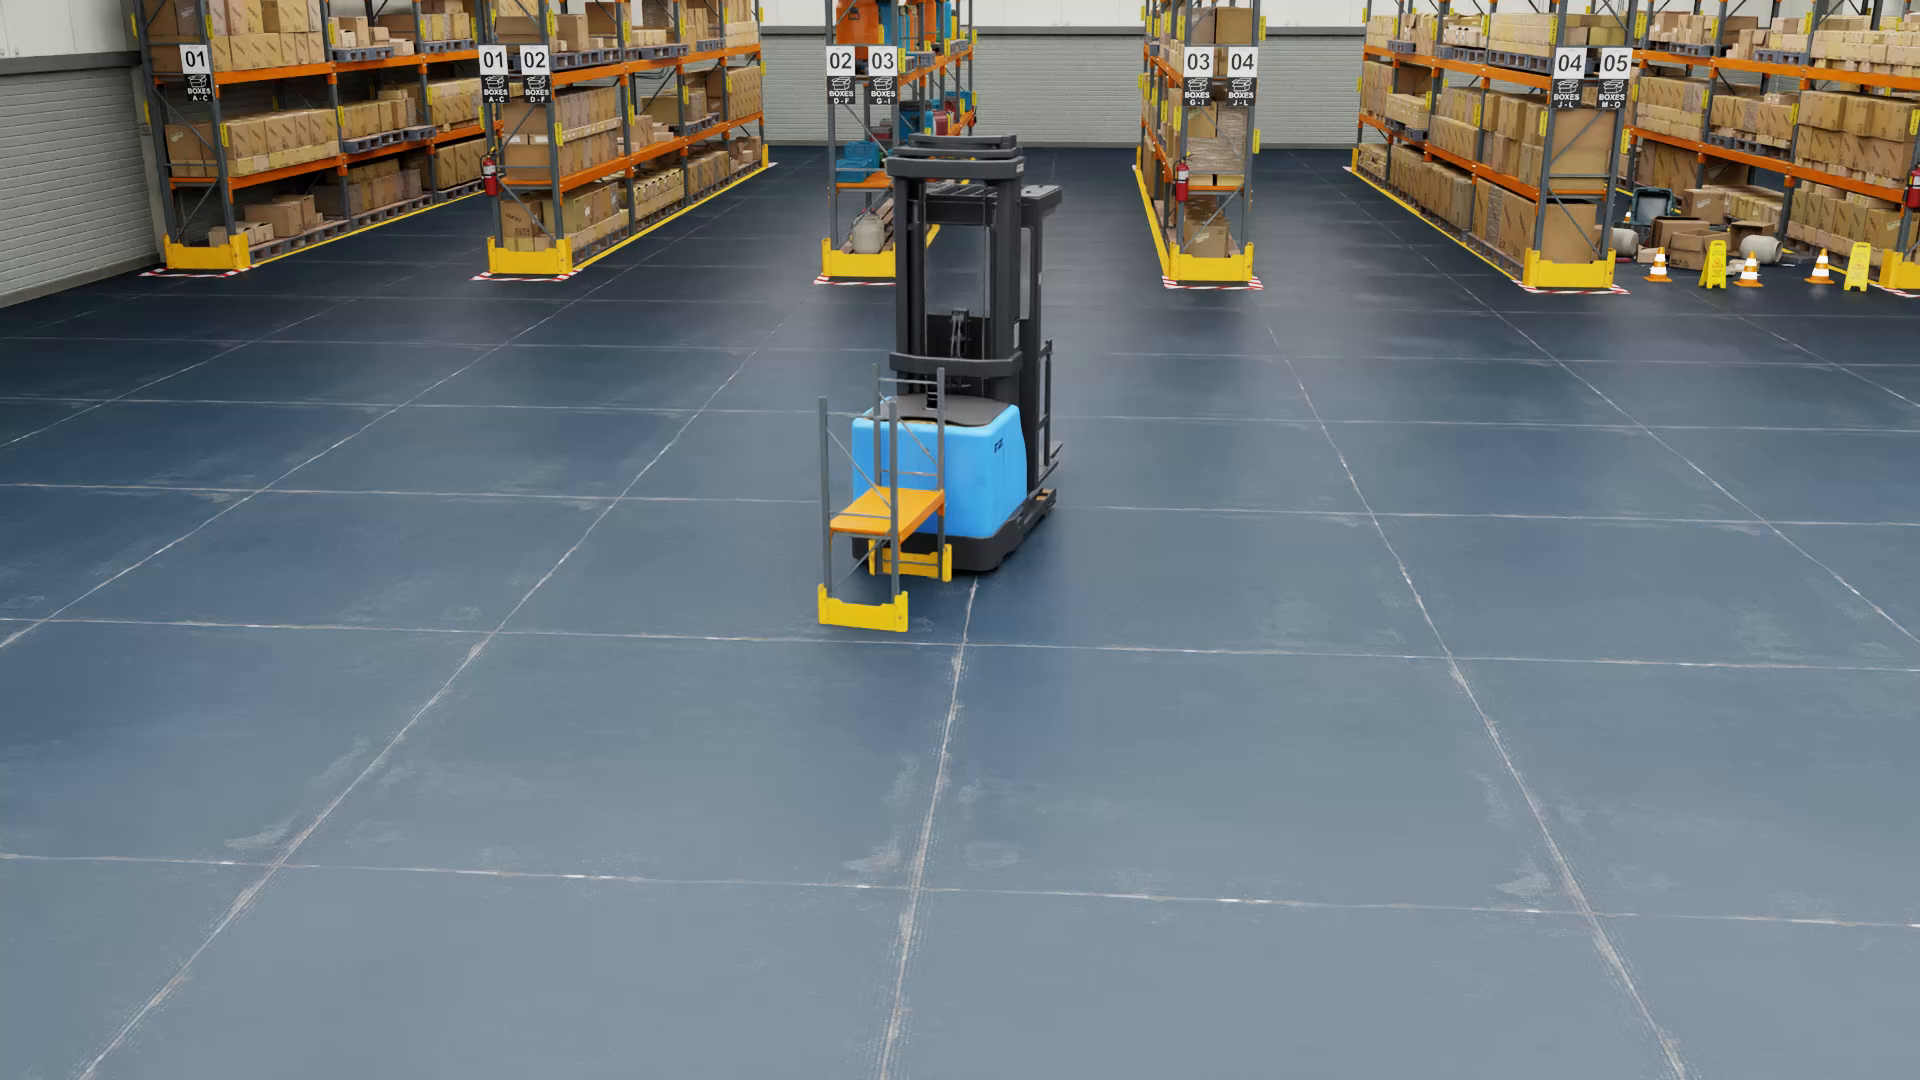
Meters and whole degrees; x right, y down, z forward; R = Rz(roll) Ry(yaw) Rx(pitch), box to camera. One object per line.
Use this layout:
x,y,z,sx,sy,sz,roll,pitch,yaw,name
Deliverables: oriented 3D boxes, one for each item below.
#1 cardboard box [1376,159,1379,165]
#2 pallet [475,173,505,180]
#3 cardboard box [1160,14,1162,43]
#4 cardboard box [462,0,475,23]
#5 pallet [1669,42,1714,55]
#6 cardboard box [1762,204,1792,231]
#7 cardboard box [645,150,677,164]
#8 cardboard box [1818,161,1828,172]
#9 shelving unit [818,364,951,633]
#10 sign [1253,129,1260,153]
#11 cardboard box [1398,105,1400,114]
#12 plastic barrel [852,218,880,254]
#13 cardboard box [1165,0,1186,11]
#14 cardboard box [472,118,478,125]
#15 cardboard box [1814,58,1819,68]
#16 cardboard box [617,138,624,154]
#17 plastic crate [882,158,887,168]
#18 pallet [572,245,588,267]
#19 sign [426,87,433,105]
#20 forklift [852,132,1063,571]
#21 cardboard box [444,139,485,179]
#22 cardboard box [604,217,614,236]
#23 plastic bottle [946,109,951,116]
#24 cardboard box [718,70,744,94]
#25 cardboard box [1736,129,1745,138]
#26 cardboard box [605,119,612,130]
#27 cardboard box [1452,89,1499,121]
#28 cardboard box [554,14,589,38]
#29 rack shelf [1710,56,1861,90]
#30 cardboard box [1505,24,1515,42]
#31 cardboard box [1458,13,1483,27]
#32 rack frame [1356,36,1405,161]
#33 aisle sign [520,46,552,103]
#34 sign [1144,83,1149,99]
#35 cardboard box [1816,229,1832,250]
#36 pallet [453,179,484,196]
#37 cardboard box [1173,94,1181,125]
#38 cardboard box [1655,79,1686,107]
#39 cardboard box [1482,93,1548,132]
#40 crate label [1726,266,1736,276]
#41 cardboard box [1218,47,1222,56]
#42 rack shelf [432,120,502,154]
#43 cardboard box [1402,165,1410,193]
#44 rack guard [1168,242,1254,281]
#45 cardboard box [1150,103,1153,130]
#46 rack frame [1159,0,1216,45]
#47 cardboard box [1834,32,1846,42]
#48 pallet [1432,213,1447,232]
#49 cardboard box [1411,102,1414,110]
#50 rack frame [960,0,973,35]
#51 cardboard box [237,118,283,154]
9.209,-8.153,35.913,0.380,0.149,0.250,2,18,5,cardboard box
-10.362,-7.646,35.418,1.003,0.211,1.213,1,18,4,pallet
3.863,-9.208,29.928,0.500,0.500,0.500,1,18,4,cardboard box
-10.564,-11.392,35.757,0.500,0.500,0.500,1,18,3,cardboard box
14.109,-9.301,31.478,1.003,0.211,1.213,2,18,6,pallet
13.786,-5.288,27.291,0.950,0.372,0.625,2,18,5,cardboard box
-5.894,-7.551,32.755,0.500,0.250,0.500,2,18,6,cardboard box
13.401,-5.726,25.483,0.380,0.149,0.250,2,18,6,cardboard box
-0.487,-0.306,10.949,0.587,1.500,1.083,5,19,15,shelving unit
4.121,-5.553,23.162,0.100,0.325,0.005,1,18,4,sign
8.804,-8.440,32.615,0.380,0.149,0.250,1,18,3,cardboard box
-1.389,-4.488,24.622,0.421,0.512,0.421,0,18,0,plastic barrel
4.514,-11.249,34.918,0.500,0.250,0.500,0,18,0,cardboard box
-10.225,-8.675,34.452,0.380,0.149,0.250,1,18,4,cardboard box
13.482,-7.388,25.740,0.380,0.149,0.250,1,18,3,cardboard box
-6.022,-6.701,28.296,0.500,0.250,0.500,2,18,7,cardboard box
-0.937,-5.871,25.947,0.530,0.136,0.437,1,18,4,plastic crate
-6.287,-4.289,25.174,1.003,0.211,1.213,1,18,4,pallet
-10.126,-8.473,31.733,0.100,0.325,0.005,1,18,4,sign
0.132,-1.600,12.598,1.130,2.935,3.031,5,19,15,forklift
-10.359,-7.909,34.522,0.750,0.750,0.750,2,18,6,cardboard box
-5.896,-5.052,26.764,0.500,0.250,0.500,1,18,4,cardboard box
-0.253,-8.617,33.984,0.144,0.351,0.185,1,18,4,plastic bottle
-5.052,-10.085,36.619,0.500,0.500,0.500,1,18,2,cardboard box
13.730,-7.068,28.905,0.380,0.149,0.250,2,18,7,cardboard box
-5.856,-6.727,26.932,0.380,0.149,0.250,1,18,2,cardboard box
8.982,-7.563,28.921,0.700,0.500,0.500,1,18,3,cardboard box
-6.313,-8.207,26.774,0.500,0.500,0.500,3,18,8,cardboard box
13.895,-7.879,27.991,1.077,0.370,4.000,1,18,4,rack shelf
8.422,-7.537,24.719,0.500,0.250,0.500,1,18,3,cardboard box
9.434,-9.612,30.734,0.396,0.266,0.258,1,18,4,cardboard box
9.667,-9.981,38.065,1.000,3.000,0.127,1,18,4,rack frame
-6.000,-6.584,23.524,0.394,0.787,0.004,1,18,4,aisle sign
3.887,-9.341,34.597,0.100,0.325,0.005,1,18,4,sign
13.377,-4.560,25.262,0.500,0.250,0.500,1,18,3,cardboard box
-10.446,-7.266,34.258,1.003,0.211,1.213,1,18,4,pallet
3.486,-6.460,25.076,0.500,0.500,0.500,1,18,4,cardboard box
13.959,-8.737,32.505,0.500,0.500,0.500,1,18,3,cardboard box
8.746,-6.724,26.153,0.875,0.550,0.550,1,18,4,cardboard box
11.072,-3.899,24.103,0.250,0.136,0.298,-9,20,-25,crate label
3.841,-6.937,23.560,0.380,0.149,0.250,1,18,3,cardboard box
-10.525,-8.249,33.936,1.077,0.370,4.000,1,18,4,rack shelf
8.943,-7.044,32.442,0.500,0.500,0.500,0,18,1,cardboard box
3.585,-3.989,23.795,1.175,0.500,0.348,1,18,4,rack guard
4.087,-8.479,33.322,0.500,0.500,0.500,1,18,3,cardboard box
4.154,-10.489,29.982,1.000,3.000,0.127,1,18,4,rack frame
13.340,-7.525,24.876,0.380,0.149,0.250,1,18,4,cardboard box
8.872,-5.550,29.022,1.003,0.211,1.213,1,18,4,pallet
8.710,-8.181,31.346,0.380,0.149,0.250,2,18,6,cardboard box
-0.213,-13.084,37.902,1.000,3.000,0.127,1,18,4,rack frame
-10.819,-6.235,25.639,0.500,0.500,0.500,1,18,2,cardboard box
